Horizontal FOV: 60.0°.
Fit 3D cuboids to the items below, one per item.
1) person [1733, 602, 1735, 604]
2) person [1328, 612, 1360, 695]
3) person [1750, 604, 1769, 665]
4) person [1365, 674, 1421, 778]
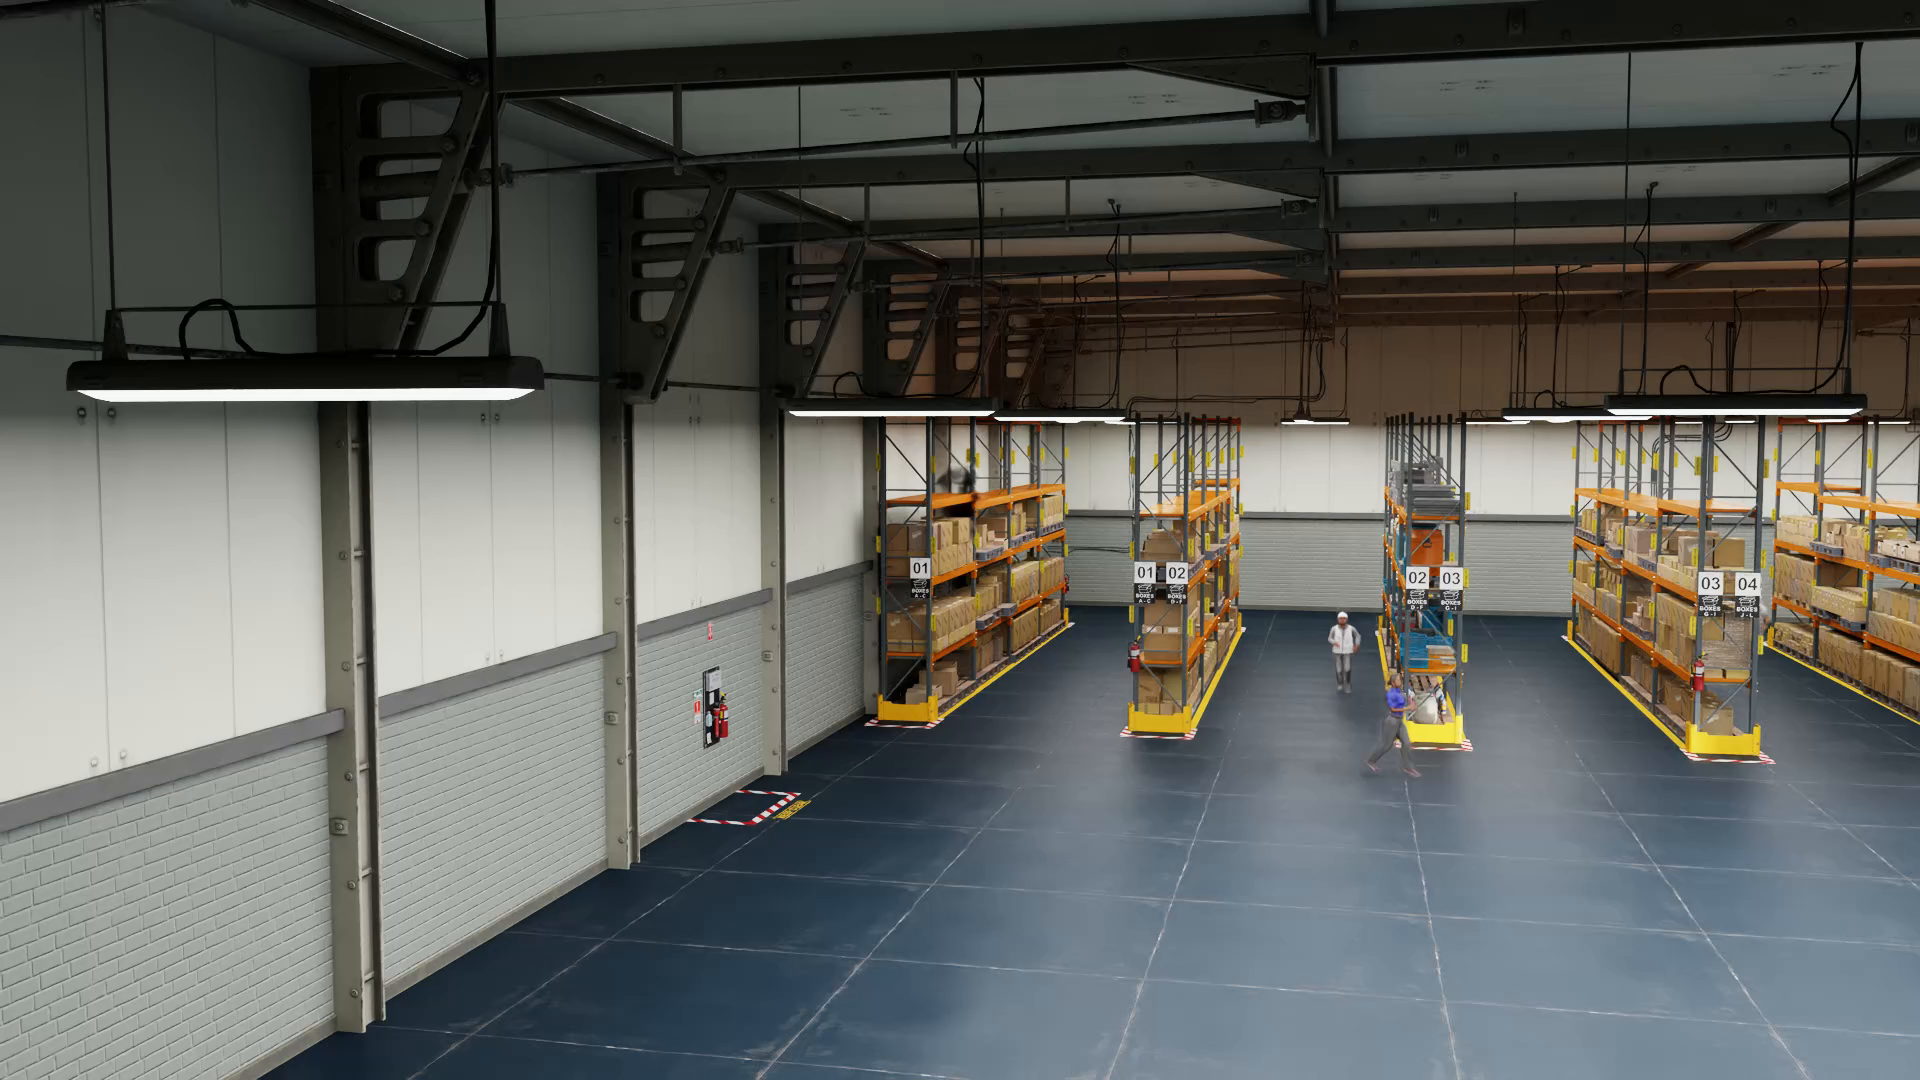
[{"bbox_3d":[19.574,2.091,41.527,0.701,1.702,0.925,0,4,4],"label":"person"},{"bbox_3d":[8.233,2.435,35.699,0.674,1.788,0.686,1,4,16],"label":"person"},{"bbox_3d":[19.197,2.141,40.199,0.661,1.755,0.563,1,4,20],"label":"person"},{"bbox_3d":[7.124,3.035,27.299,0.887,1.679,0.577,3,5,33],"label":"person"}]
